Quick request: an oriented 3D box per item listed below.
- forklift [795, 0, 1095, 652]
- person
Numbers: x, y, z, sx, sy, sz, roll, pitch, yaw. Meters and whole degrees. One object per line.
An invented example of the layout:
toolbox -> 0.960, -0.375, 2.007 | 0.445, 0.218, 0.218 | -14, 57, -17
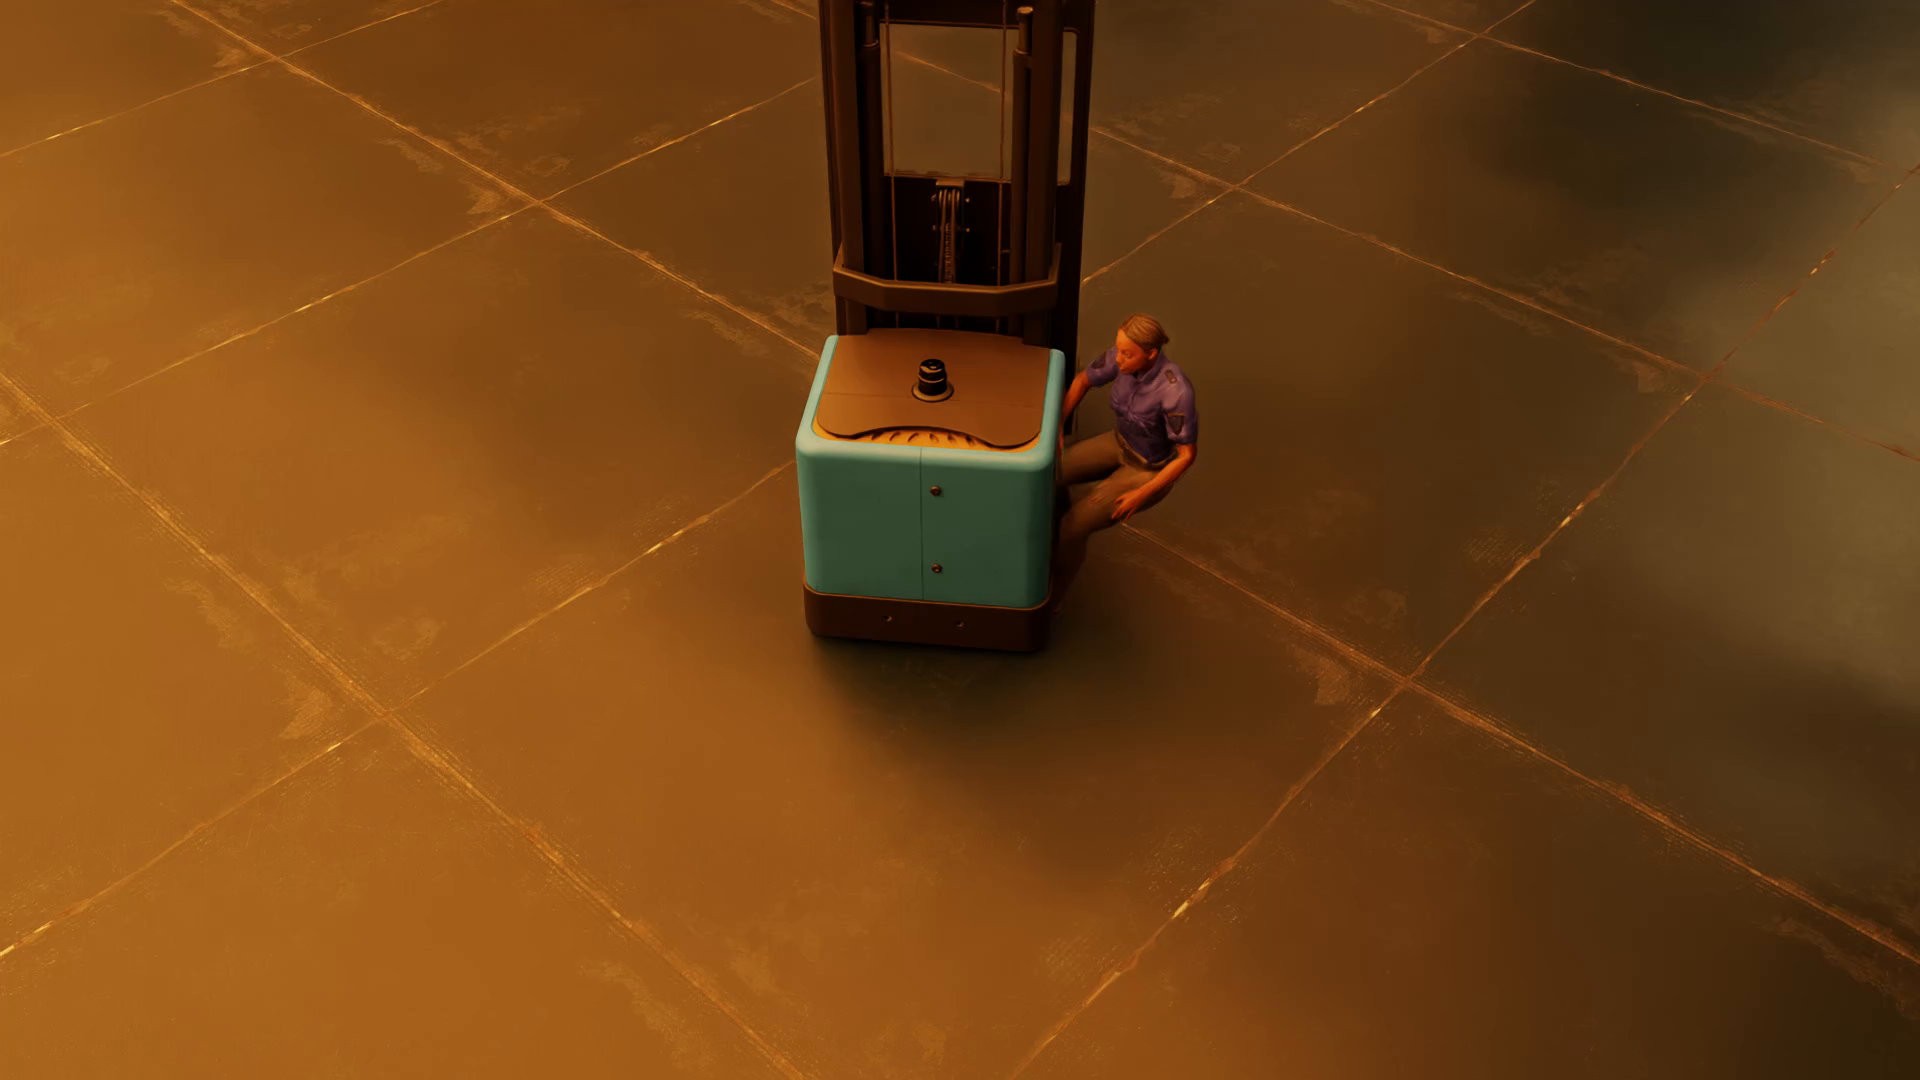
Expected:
forklift -> 0.015, -1.597, 7.289 | 1.130, 2.935, 3.031 | 4, 41, 5
person -> 0.527, -0.296, 6.886 | 0.800, 1.393, 0.721 | -24, 46, -26
